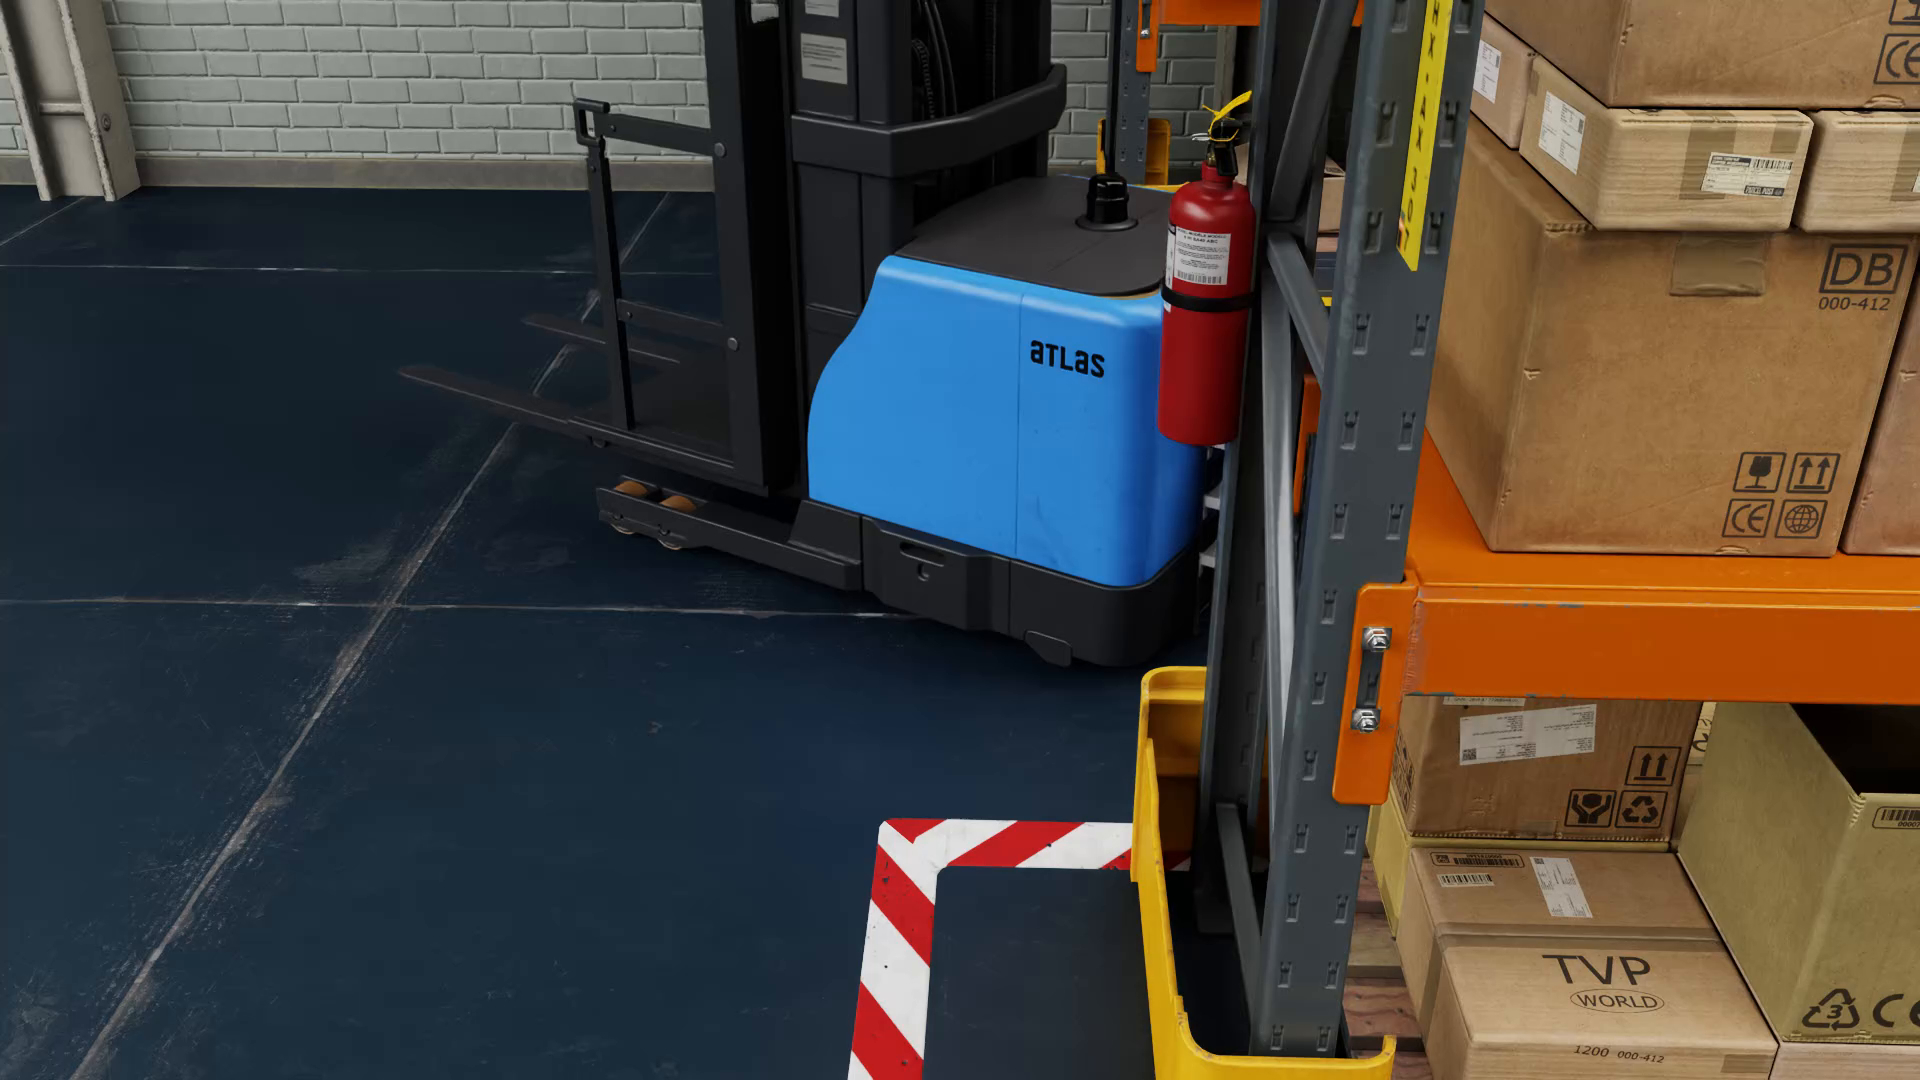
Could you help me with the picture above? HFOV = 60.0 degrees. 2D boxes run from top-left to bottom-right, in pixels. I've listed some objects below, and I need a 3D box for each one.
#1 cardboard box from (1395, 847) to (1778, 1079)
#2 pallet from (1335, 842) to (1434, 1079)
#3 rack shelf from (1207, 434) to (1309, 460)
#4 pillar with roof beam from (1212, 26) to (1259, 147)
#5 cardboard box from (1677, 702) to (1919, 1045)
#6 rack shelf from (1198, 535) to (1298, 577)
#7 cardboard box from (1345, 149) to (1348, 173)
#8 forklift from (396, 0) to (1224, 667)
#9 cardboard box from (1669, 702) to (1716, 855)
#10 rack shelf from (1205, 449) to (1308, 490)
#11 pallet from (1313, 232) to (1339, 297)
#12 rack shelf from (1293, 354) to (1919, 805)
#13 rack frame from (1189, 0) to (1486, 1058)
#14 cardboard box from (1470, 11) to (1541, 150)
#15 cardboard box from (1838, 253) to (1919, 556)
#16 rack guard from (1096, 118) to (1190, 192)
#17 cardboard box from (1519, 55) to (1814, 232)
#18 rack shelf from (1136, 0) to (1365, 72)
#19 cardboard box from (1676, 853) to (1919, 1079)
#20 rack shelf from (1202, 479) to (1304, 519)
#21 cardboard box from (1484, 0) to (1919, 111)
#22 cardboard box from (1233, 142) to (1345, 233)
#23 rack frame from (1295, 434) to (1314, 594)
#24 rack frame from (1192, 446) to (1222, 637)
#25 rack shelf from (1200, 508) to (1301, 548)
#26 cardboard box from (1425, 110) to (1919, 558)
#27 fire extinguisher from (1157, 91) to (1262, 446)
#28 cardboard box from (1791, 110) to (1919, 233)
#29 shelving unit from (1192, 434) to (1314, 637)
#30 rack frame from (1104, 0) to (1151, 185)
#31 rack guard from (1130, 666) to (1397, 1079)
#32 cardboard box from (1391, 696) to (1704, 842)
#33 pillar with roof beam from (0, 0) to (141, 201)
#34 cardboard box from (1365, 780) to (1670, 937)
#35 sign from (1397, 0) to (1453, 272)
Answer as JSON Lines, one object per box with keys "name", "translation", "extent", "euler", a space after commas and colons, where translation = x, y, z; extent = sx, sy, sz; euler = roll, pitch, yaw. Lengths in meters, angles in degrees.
{"name": "cardboard box", "translation": [1.099, 0.813, 3.001], "extent": [0.500, 0.250, 0.500], "euler": [1, 28, 2]}
{"name": "pallet", "translation": [1.337, 0.896, 3.334], "extent": [1.213, 0.211, 1.003], "euler": [1, 28, 2]}
{"name": "rack shelf", "translation": [0.813, -0.274, 4.493], "extent": [0.200, 0.077, 0.258], "euler": [16, 32, 28]}
{"name": "pillar with roof beam", "translation": [1.320, -3.677, 2.578], "extent": [0.400, 9.000, 9.100], "euler": [1, 28, 2]}
{"name": "cardboard box", "translation": [1.599, 0.489, 2.811], "extent": [0.500, 0.500, 0.500], "euler": [1, 28, 2]}
{"name": "rack shelf", "translation": [0.813, 0.044, 4.662], "extent": [0.200, 0.077, 0.258], "euler": [16, 32, 28]}
{"name": "cardboard box", "translation": [2.000, -1.591, 7.450], "extent": [0.500, 0.311, 0.500], "euler": [3, 28, 6]}
{"name": "forklift", "translation": [-0.548, -1.456, 4.867], "extent": [3.031, 2.935, 1.130], "euler": [16, 32, 28]}
{"name": "cardboard box", "translation": [1.618, 0.573, 3.453], "extent": [0.500, 0.250, 0.500], "euler": [1, 28, 2]}
{"name": "rack shelf", "translation": [0.813, -0.195, 4.535], "extent": [0.200, 0.077, 0.258], "euler": [16, 32, 28]}
{"name": "pallet", "translation": [1.629, -1.385, 7.637], "extent": [1.213, 0.211, 1.003], "euler": [1, 28, 2]}
{"name": "rack shelf", "translation": [2.570, 0.022, 2.774], "extent": [4.000, 0.370, 1.077], "euler": [1, 28, 2]}
{"name": "rack frame", "translation": [0.571, -0.329, 2.668], "extent": [0.127, 3.000, 1.000], "euler": [1, 28, 2]}
{"name": "cardboard box", "translation": [0.960, -0.743, 2.649], "extent": [0.250, 0.149, 0.380], "euler": [0, 28, 1]}
{"name": "cardboard box", "translation": [1.562, -0.353, 2.607], "extent": [0.500, 0.500, 0.700], "euler": [2, 28, 3]}
{"name": "rack guard", "translation": [0.818, -1.542, 7.625], "extent": [0.348, 0.500, 1.175], "euler": [1, 28, 2]}
{"name": "cardboard box", "translation": [0.956, -0.553, 2.290], "extent": [0.250, 0.149, 0.380], "euler": [1, 28, 1]}
{"name": "rack shelf", "translation": [2.741, -2.297, 7.148], "extent": [4.000, 0.370, 1.077], "euler": [1, 28, 2]}
{"name": "cardboard box", "translation": [1.599, 0.820, 2.988], "extent": [0.500, 0.250, 0.500], "euler": [1, 28, 2]}
{"name": "rack shelf", "translation": [0.813, -0.115, 4.578], "extent": [0.200, 0.077, 0.258], "euler": [16, 32, 28]}
{"name": "cardboard box", "translation": [1.090, -0.932, 2.313], "extent": [0.500, 0.500, 0.700], "euler": [1, 28, 2]}
{"name": "cardboard box", "translation": [1.431, -1.601, 7.468], "extent": [0.500, 0.311, 0.500], "euler": [-2, 28, -4]}
{"name": "rack frame", "translation": [0.900, -0.119, 4.514], "extent": [0.006, 0.900, 0.240], "euler": [16, 32, 28]}
{"name": "rack frame", "translation": [0.727, -0.170, 4.610], "extent": [0.006, 0.900, 0.240], "euler": [16, 32, 28]}
{"name": "rack shelf", "translation": [0.813, -0.036, 4.620], "extent": [0.200, 0.077, 0.258], "euler": [16, 32, 28]}
{"name": "cardboard box", "translation": [1.037, -0.360, 2.619], "extent": [0.500, 0.500, 0.700], "euler": [1, 28, 2]}
{"name": "fire extinguisher", "translation": [0.469, -0.514, 3.100], "extent": [0.183, 0.674, 0.296], "euler": [1, 28, 2]}
{"name": "cardboard box", "translation": [1.220, -0.549, 2.285], "extent": [0.250, 0.149, 0.380], "euler": [0, 28, 0]}
{"name": "shelving unit", "translation": [0.813, -0.145, 4.562], "extent": [0.210, 0.900, 0.258], "euler": [16, 32, 28]}
{"name": "rack frame", "translation": [0.742, -2.648, 7.042], "extent": [0.127, 3.000, 1.000], "euler": [1, 28, 2]}
{"name": "rack guard", "translation": [0.547, 0.775, 3.254], "extent": [0.348, 0.500, 1.175], "euler": [1, 28, 2]}
{"name": "cardboard box", "translation": [1.118, 0.238, 3.284], "extent": [0.500, 0.500, 0.500], "euler": [1, 28, 2]}
{"name": "pillar with roof beam", "translation": [-4.676, -3.776, 2.765], "extent": [0.400, 9.000, 9.100], "euler": [1, 28, 2]}
{"name": "cardboard box", "translation": [1.118, 0.571, 3.458], "extent": [0.500, 0.250, 0.500], "euler": [1, 28, 2]}
{"name": "sign", "translation": [0.546, -0.487, 1.957], "extent": [0.005, 0.325, 0.100], "euler": [1, 28, 2]}
